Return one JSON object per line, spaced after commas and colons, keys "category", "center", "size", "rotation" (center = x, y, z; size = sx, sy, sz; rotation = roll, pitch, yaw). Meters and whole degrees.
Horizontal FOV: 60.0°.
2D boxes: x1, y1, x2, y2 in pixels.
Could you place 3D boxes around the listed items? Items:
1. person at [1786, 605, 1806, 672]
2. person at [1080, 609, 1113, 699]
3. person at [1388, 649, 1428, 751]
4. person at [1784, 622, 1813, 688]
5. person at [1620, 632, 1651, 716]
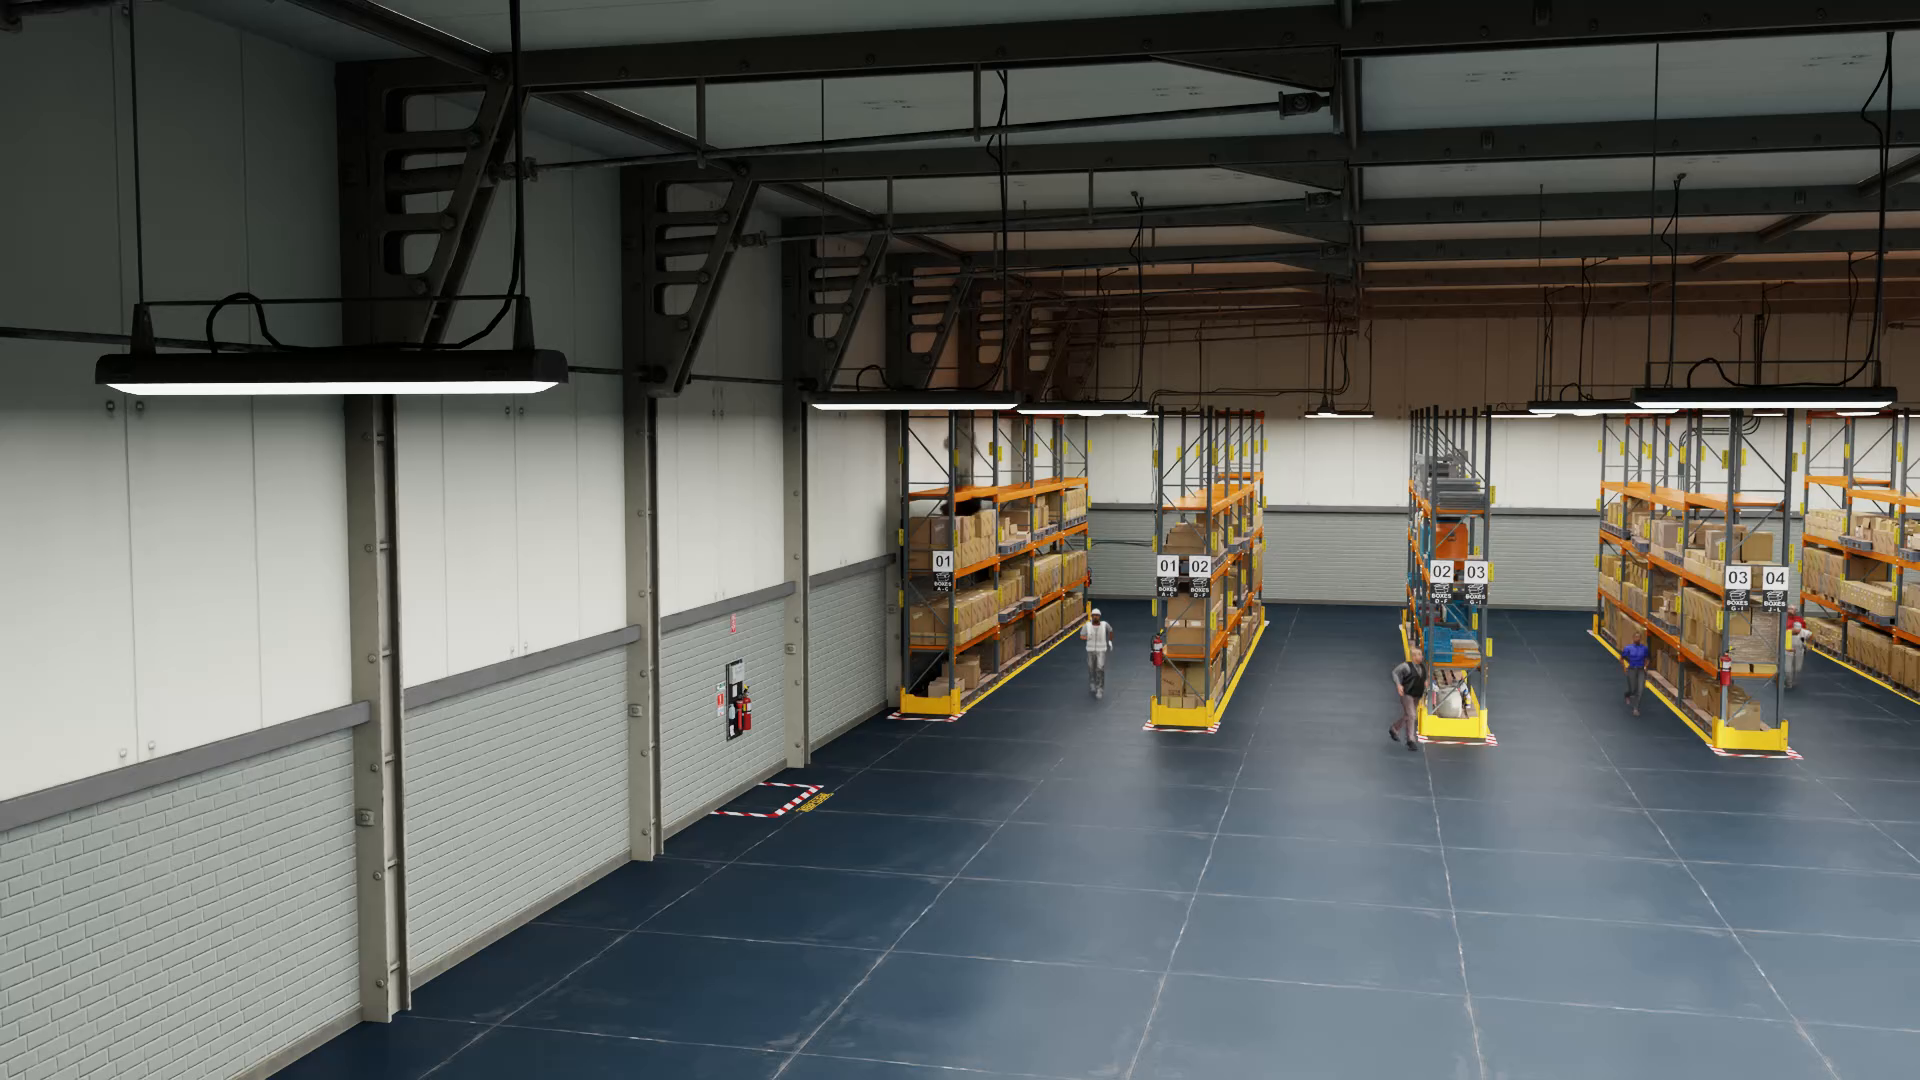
{"category": "person", "center": [18.237, 2.266, 36.458], "size": [0.655, 1.671, 0.611], "rotation": [1, 4, 10]}
{"category": "person", "center": [2.831, 2.337, 34.562], "size": [0.669, 1.828, 0.858], "rotation": [1, 4, 10]}
{"category": "person", "center": [7.956, 2.773, 29.301], "size": [0.673, 1.723, 0.906], "rotation": [-2, 5, -29]}
{"category": "person", "center": [17.777, 2.450, 35.331], "size": [0.637, 1.490, 0.826], "rotation": [1, 4, 18]}
{"category": "person", "center": [13.205, 2.599, 32.494], "size": [0.576, 1.617, 0.564], "rotation": [1, 4, 7]}
